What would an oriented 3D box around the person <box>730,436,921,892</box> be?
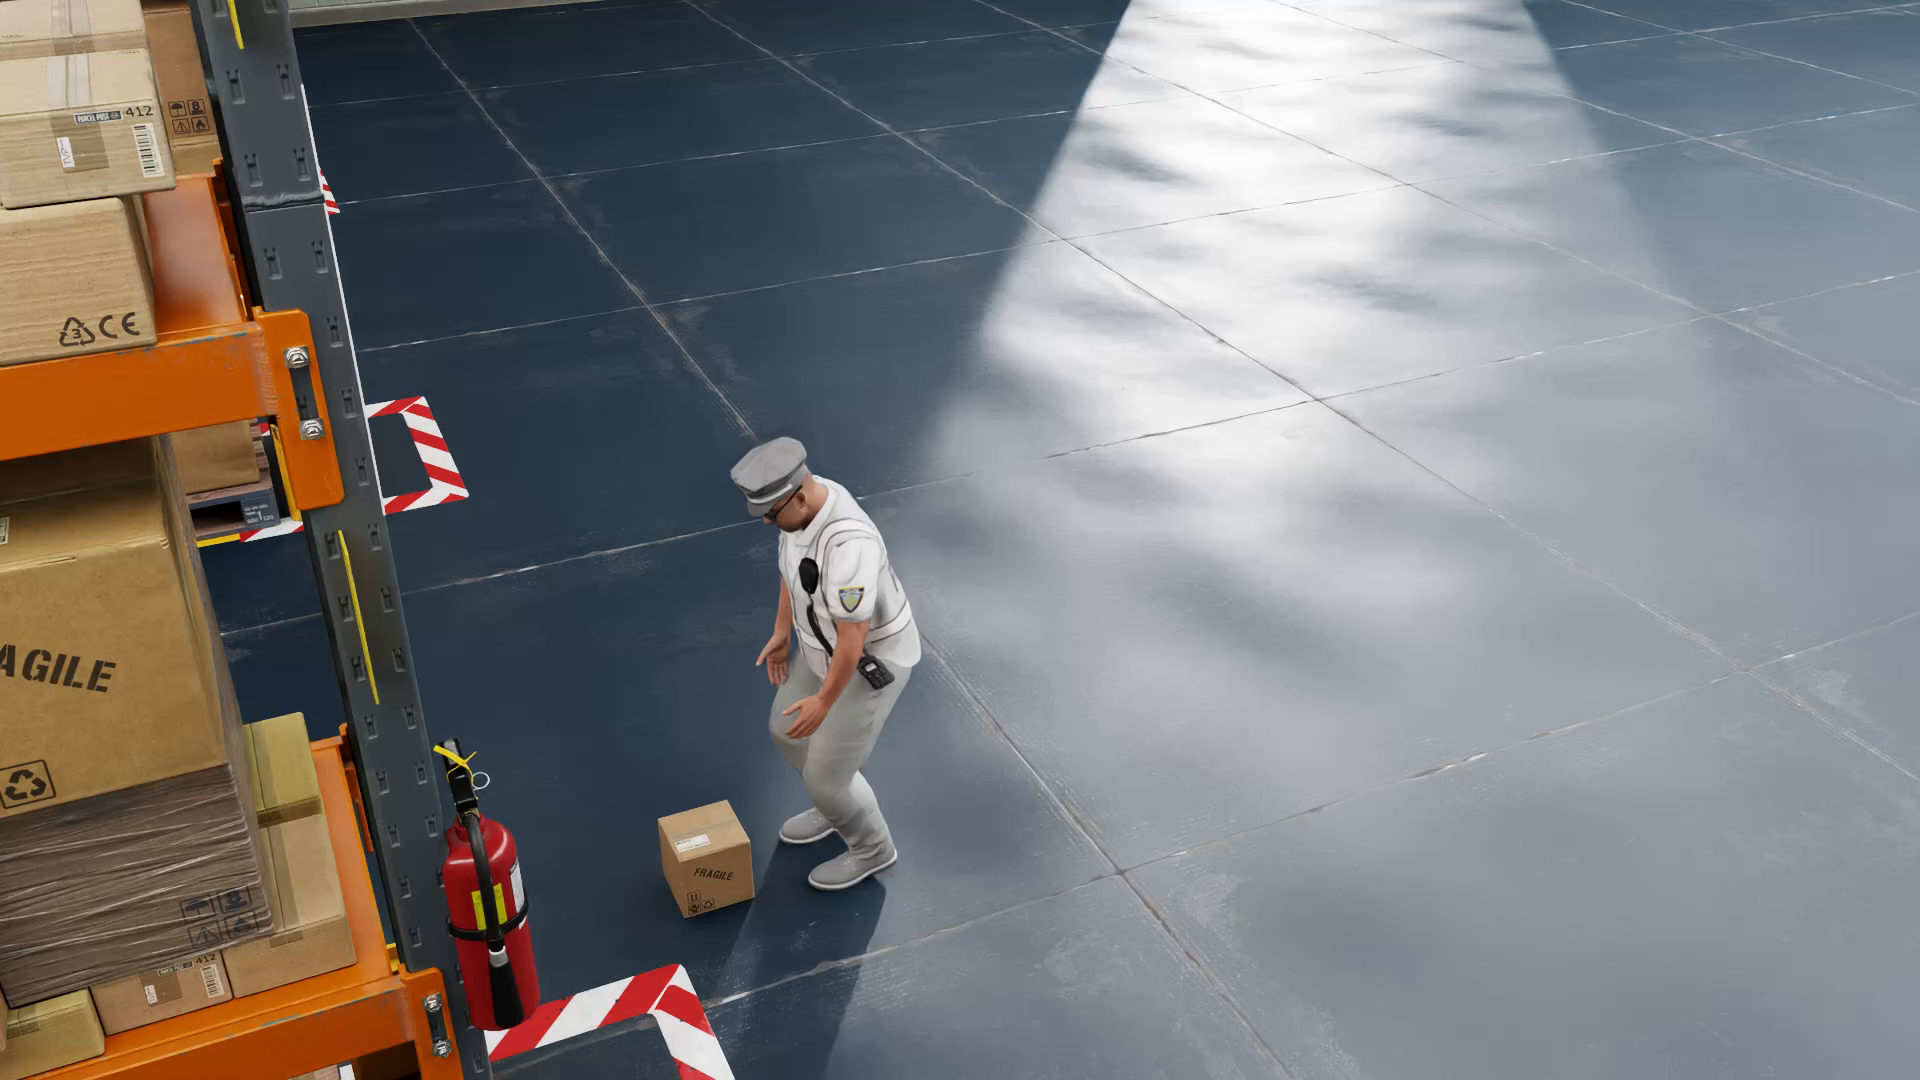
[{"bbox_3d":[-0.425,0.408,5.510,0.585,1.650,0.571,-12,32,-21],"label":"person"}]
